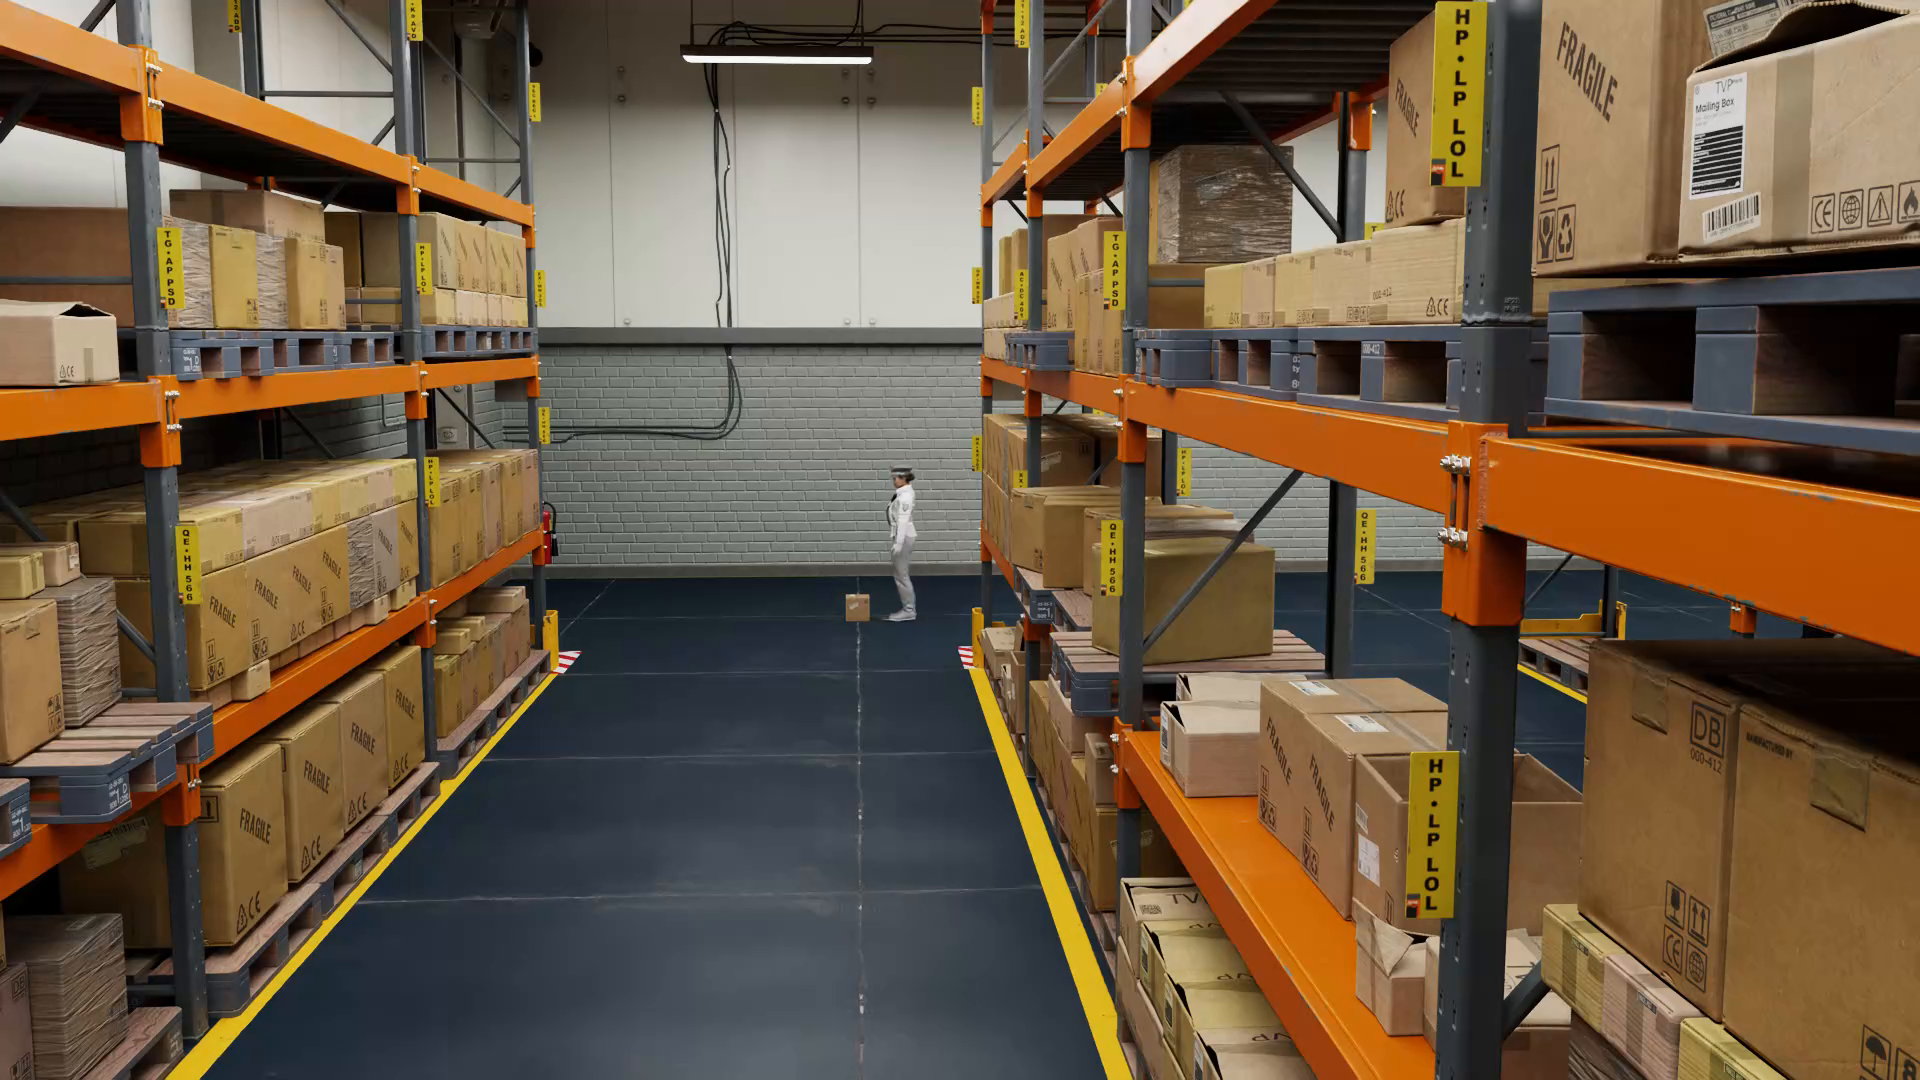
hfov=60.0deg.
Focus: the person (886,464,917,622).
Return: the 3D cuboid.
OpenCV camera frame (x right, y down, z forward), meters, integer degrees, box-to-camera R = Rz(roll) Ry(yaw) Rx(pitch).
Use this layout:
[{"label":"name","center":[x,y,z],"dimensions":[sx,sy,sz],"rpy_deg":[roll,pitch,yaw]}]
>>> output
[{"label":"person","center":[-0.615,0.028,17.573],"dimensions":[0.327,1.668,0.470],"rpy_deg":[0,7,-3]}]
